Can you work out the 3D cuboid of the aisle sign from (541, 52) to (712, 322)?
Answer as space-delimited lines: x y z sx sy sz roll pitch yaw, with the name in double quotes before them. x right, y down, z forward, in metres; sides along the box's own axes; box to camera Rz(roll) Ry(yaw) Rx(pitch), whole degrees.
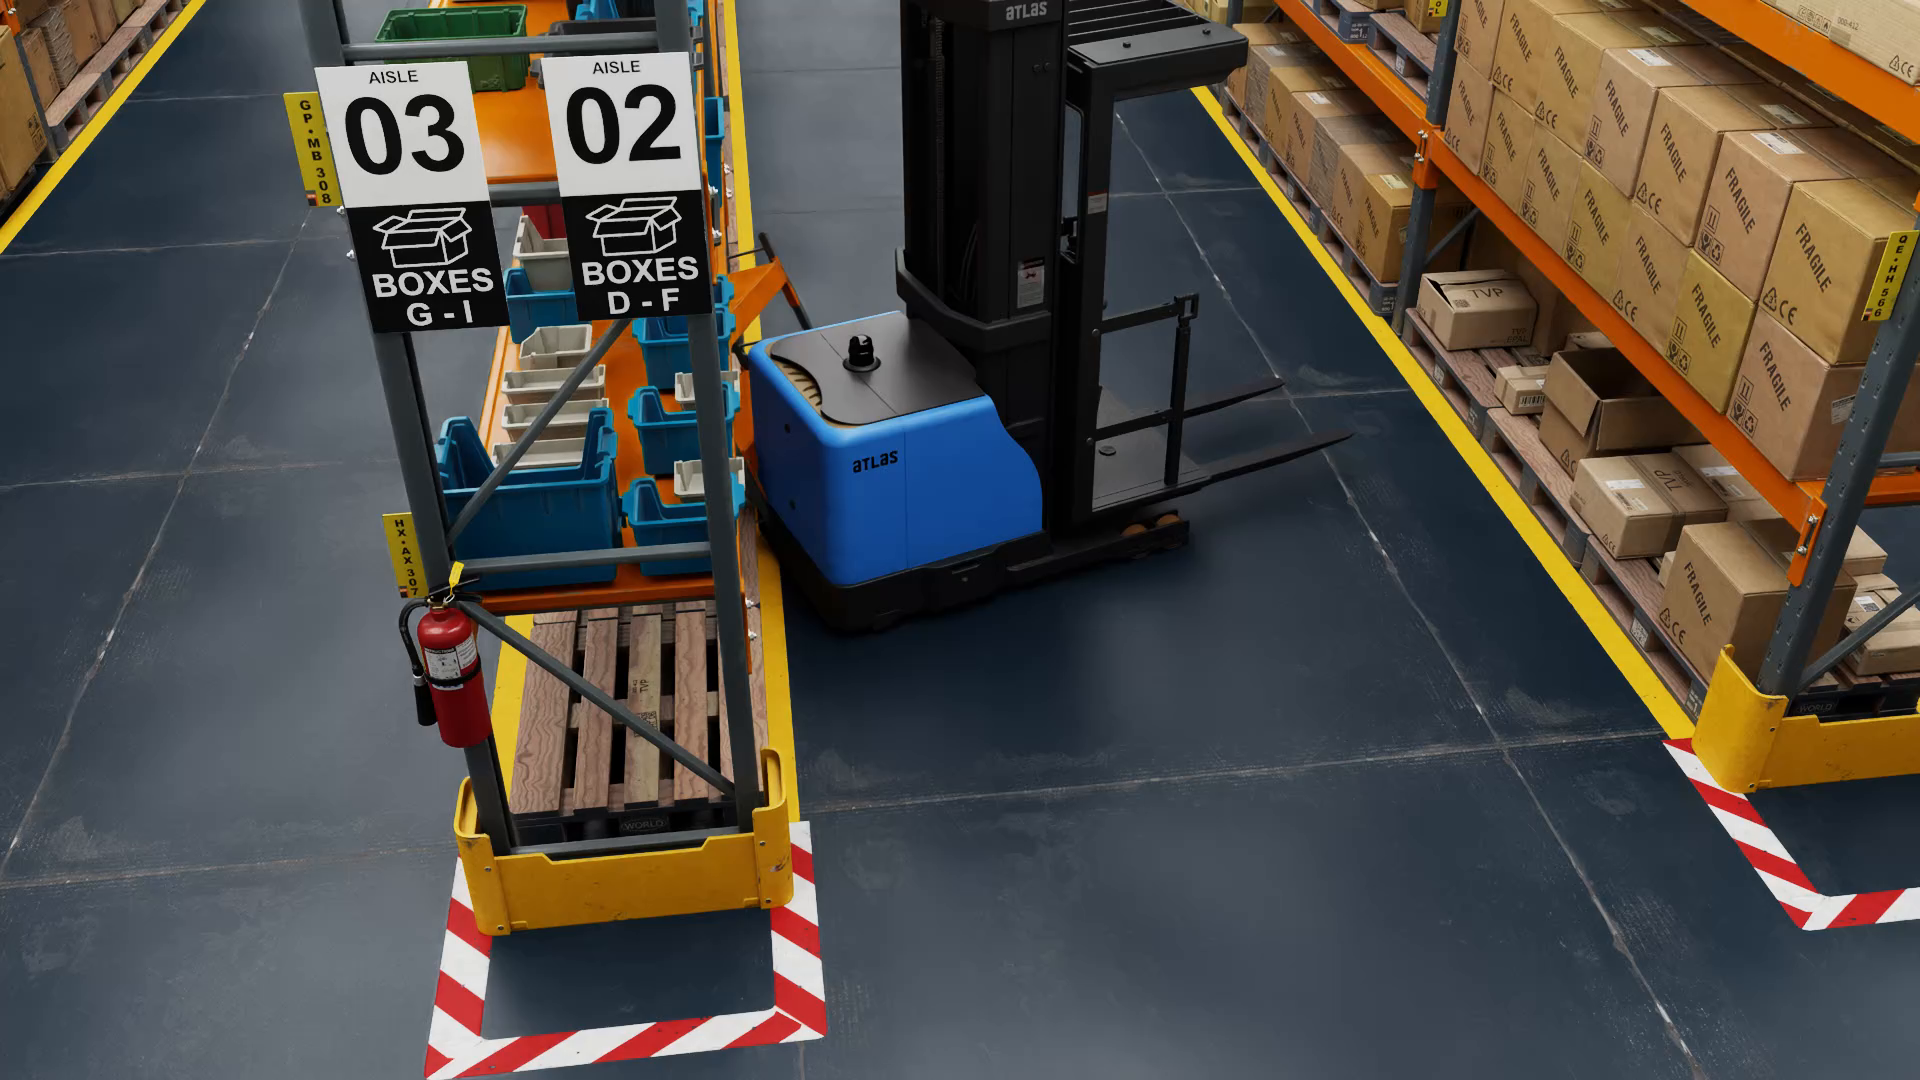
"aisle sign" -0.935 -0.988 4.728 0.394 0.787 0.004 -4 35 -6

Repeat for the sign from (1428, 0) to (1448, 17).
"sign" 2.582 -2.971 8.918 0.100 0.325 0.005 -4 35 -6

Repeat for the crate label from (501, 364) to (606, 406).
"crate label" -1.615 -0.605 6.655 0.396 0.136 0.243 -4 35 -6

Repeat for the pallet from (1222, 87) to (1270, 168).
"pallet" 2.657 -3.197 12.754 1.003 0.211 1.213 -4 35 -6

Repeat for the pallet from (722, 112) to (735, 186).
"pallet" -2.168 -2.807 12.181 1.003 0.211 1.213 -4 35 -6

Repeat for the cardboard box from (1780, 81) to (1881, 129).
"cardboard box" 3.731 -1.597 6.953 0.500 0.500 0.500 -4 34 -6

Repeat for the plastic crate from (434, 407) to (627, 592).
"plastic crate" -1.469 -0.143 5.712 0.616 0.435 0.499 -4 35 -6

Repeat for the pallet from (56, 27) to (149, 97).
"pallet" -7.487 -3.984 13.908 1.003 0.211 1.213 -4 35 -6

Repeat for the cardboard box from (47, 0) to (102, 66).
"cardboard box" -7.503 -4.166 13.529 0.700 0.500 0.500 -2 34 -2

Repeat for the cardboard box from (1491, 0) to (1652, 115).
"cardboard box" 2.986 -2.419 8.159 0.500 0.500 0.500 -5 35 -8

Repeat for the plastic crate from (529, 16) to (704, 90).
"plastic crate" -1.015 -1.353 5.024 0.497 0.269 0.590 -4 35 -6

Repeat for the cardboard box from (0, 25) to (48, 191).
"cardboard box" -7.151 -2.929 11.399 1.225 0.875 0.875 -6 35 -9

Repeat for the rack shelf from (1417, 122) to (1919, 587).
"rack shelf" 3.401 -1.123 7.873 1.077 0.370 4.000 -4 35 -6

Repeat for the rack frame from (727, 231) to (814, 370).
"rack frame" -0.975 -1.047 8.660 0.500 1.125 0.032 -9 31 28

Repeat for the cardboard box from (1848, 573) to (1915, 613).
"cardboard box" 3.920 0.285 7.293 0.380 0.166 0.250 -4 35 -6

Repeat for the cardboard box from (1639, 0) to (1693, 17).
"cardboard box" 3.528 -2.443 8.194 0.500 0.500 0.500 -5 35 -7

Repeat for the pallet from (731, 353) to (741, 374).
"pallet" -1.640 -0.604 8.949 1.003 0.211 1.213 -4 35 -6

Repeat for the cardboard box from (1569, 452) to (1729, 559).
"cardboard box" 3.255 -0.167 7.883 0.500 0.250 0.500 -4 35 -6

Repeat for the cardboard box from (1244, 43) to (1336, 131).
"cardboard box" 2.448 -3.350 12.331 0.500 0.500 0.500 -6 35 -8

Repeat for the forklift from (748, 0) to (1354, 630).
"forklift" 0.557 -1.369 7.656 3.031 2.935 1.130 -16 37 -22

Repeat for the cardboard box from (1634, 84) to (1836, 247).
"cardboard box" 3.194 -1.557 6.895 0.500 0.500 0.500 -3 34 -5

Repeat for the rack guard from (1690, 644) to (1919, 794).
"rack guard" 3.660 0.686 6.799 1.175 0.500 0.348 -4 35 -6

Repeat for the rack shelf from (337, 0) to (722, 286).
"rack shelf" -1.508 -1.990 6.481 1.077 0.370 4.000 -4 35 -6

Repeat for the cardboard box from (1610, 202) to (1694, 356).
"cardboard box" 3.205 -1.143 7.175 0.500 0.500 0.500 -4 34 -6

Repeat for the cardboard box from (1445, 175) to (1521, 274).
"cardboard box" 3.308 -1.974 10.312 0.500 0.500 0.500 -6 35 -9

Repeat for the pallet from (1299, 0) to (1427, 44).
"pallet" 2.860 -3.605 11.046 1.003 0.211 1.213 -4 35 -6

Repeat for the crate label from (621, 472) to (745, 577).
"crate label" -0.946 -0.050 5.755 0.416 0.233 0.303 -4 35 -6

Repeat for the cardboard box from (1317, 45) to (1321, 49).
"cardboard box" 2.952 -3.413 12.424 0.500 0.500 0.500 -3 34 -5

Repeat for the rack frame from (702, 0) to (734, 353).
"rack frame" -1.777 -2.163 8.761 1.000 3.000 0.127 -4 35 -6

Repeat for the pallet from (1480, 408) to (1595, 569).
"pallet" 3.391 -0.319 8.530 1.003 0.211 1.213 -4 35 -6

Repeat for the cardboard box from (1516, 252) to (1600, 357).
"cardboard box" 3.490 -1.389 9.454 0.500 0.500 0.500 -4 35 -6

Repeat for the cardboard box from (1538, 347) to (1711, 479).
"cardboard box" 3.390 -0.639 8.350 0.797 0.503 0.637 -4 35 -6

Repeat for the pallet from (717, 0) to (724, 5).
"pallet" -2.709 -5.040 15.458 1.003 0.211 1.213 -4 35 -6

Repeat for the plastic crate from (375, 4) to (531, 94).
"plastic crate" -1.655 -1.612 5.477 0.450 0.188 0.336 -4 35 -6

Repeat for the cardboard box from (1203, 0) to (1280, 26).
"cardboard box" 2.279 -4.311 13.484 0.500 0.311 0.500 -3 34 -5

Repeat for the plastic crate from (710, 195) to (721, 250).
"plastic crate" -1.360 -1.470 7.935 0.437 0.125 0.590 -4 35 -6

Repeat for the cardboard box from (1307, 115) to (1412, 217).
"cardboard box" 2.656 -2.495 11.077 0.500 0.500 0.500 -4 34 -6

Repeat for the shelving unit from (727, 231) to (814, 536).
"shelving unit" -1.135 -0.753 8.277 0.538 1.125 1.048 -9 31 28

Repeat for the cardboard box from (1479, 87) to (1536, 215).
"cardboard box" 3.002 -1.987 8.414 0.500 0.500 0.500 -4 34 -6

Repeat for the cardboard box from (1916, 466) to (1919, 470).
"cardboard box" 3.871 -0.613 6.398 0.500 0.500 0.500 -4 34 -5

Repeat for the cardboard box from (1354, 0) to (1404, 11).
"cardboard box" 2.833 -3.733 10.602 0.700 0.500 0.500 -13 36 -18

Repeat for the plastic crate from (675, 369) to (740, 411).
"plastic crate" -0.998 -0.574 6.609 0.250 0.136 0.298 -4 35 -6

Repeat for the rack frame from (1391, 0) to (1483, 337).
"rack frame" 3.132 -2.537 9.309 1.000 3.000 0.127 -4 35 -6

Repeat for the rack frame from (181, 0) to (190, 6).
"rack frame" -7.761 -6.253 14.761 1.000 3.000 0.127 -4 35 -6

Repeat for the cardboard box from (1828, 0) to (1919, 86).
"cardboard box" 3.339 -1.749 5.622 0.500 0.250 0.500 -4 35 -6

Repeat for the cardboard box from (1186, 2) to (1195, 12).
"cardboard box" 2.209 -4.368 14.065 0.500 0.250 0.500 -5 35 -7

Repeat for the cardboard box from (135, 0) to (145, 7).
"cardboard box" -7.700 -5.057 14.836 0.700 0.500 0.500 -7 35 -10
